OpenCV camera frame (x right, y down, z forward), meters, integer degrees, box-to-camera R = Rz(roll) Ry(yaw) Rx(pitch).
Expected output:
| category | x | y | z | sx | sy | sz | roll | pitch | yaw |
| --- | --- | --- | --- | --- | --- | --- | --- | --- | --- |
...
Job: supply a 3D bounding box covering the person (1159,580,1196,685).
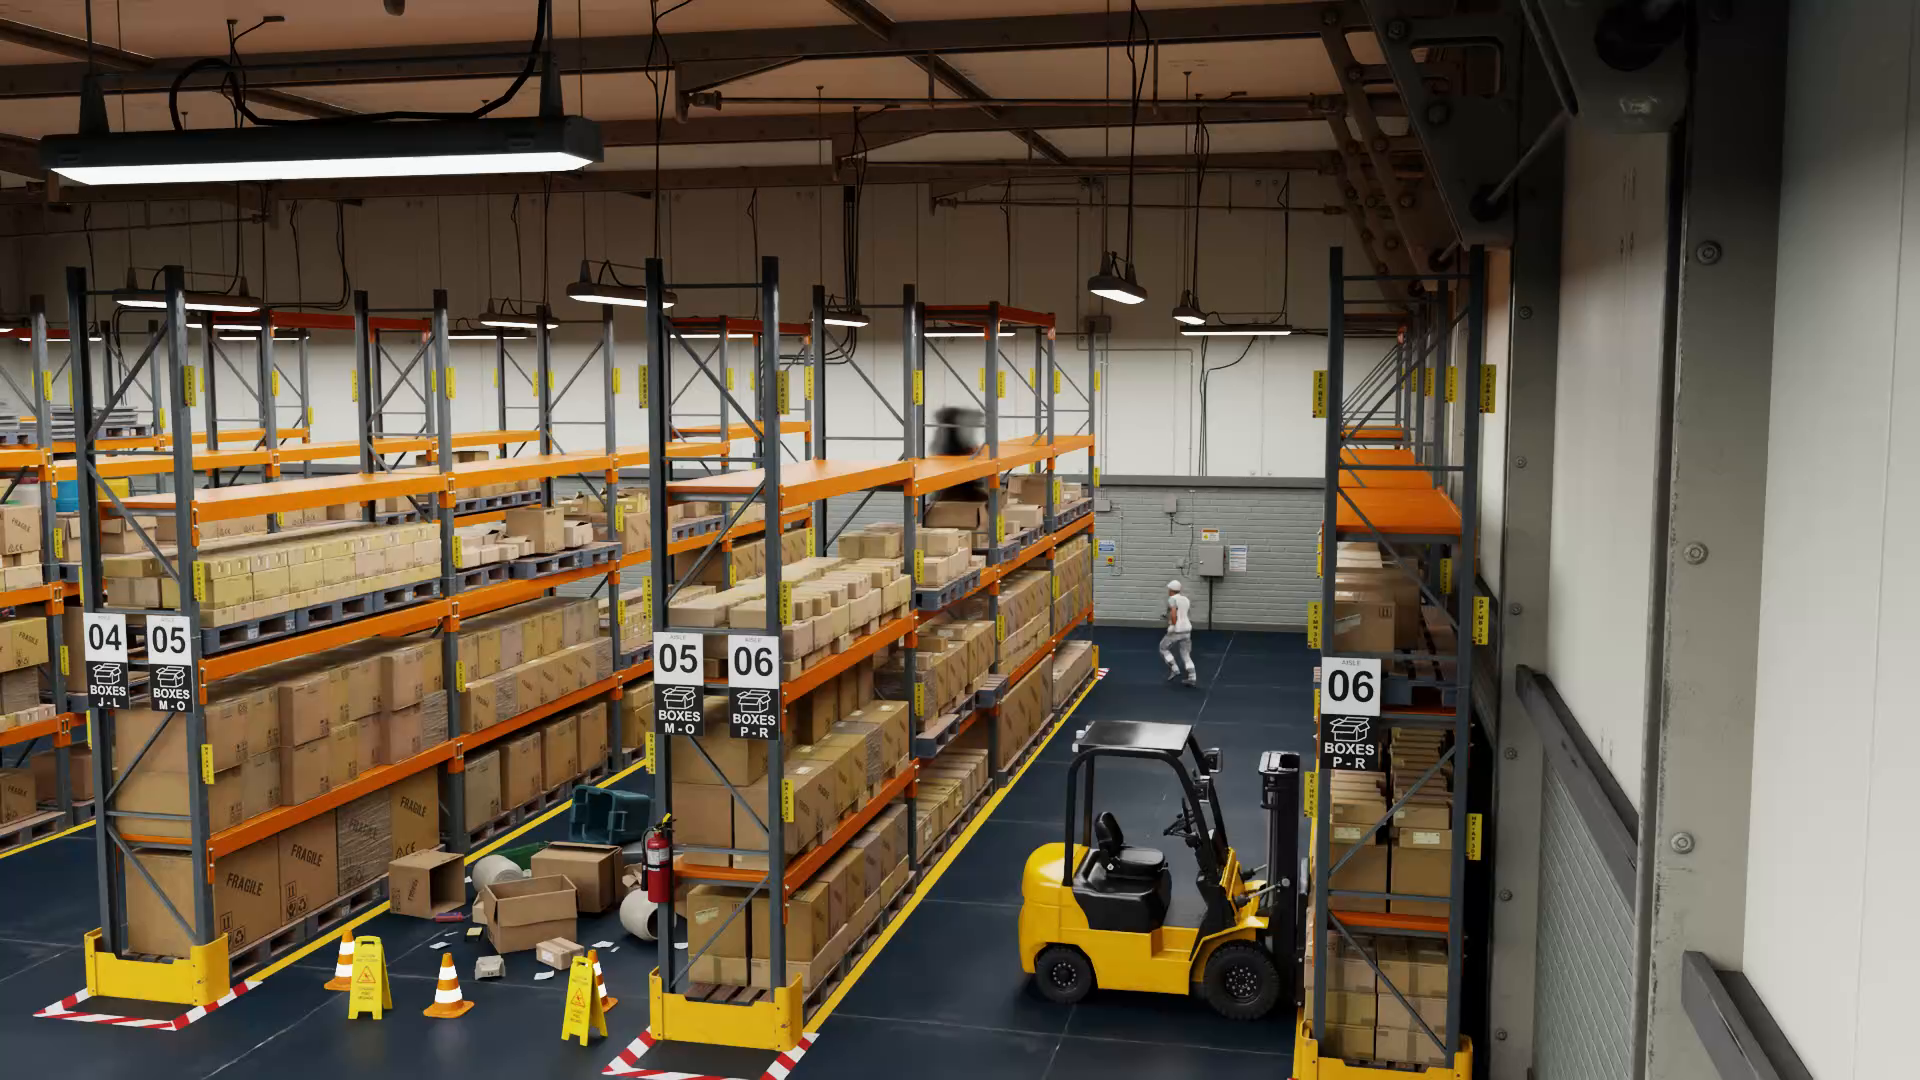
| category | x | y | z | sx | sy | sz | roll | pitch | yaw |
| --- | --- | --- | --- | --- | --- | --- | --- | --- | --- |
| person | 3.608 | 1.516 | 27.564 | 0.612 | 1.677 | 0.884 | -4 | 7 | -32 |
